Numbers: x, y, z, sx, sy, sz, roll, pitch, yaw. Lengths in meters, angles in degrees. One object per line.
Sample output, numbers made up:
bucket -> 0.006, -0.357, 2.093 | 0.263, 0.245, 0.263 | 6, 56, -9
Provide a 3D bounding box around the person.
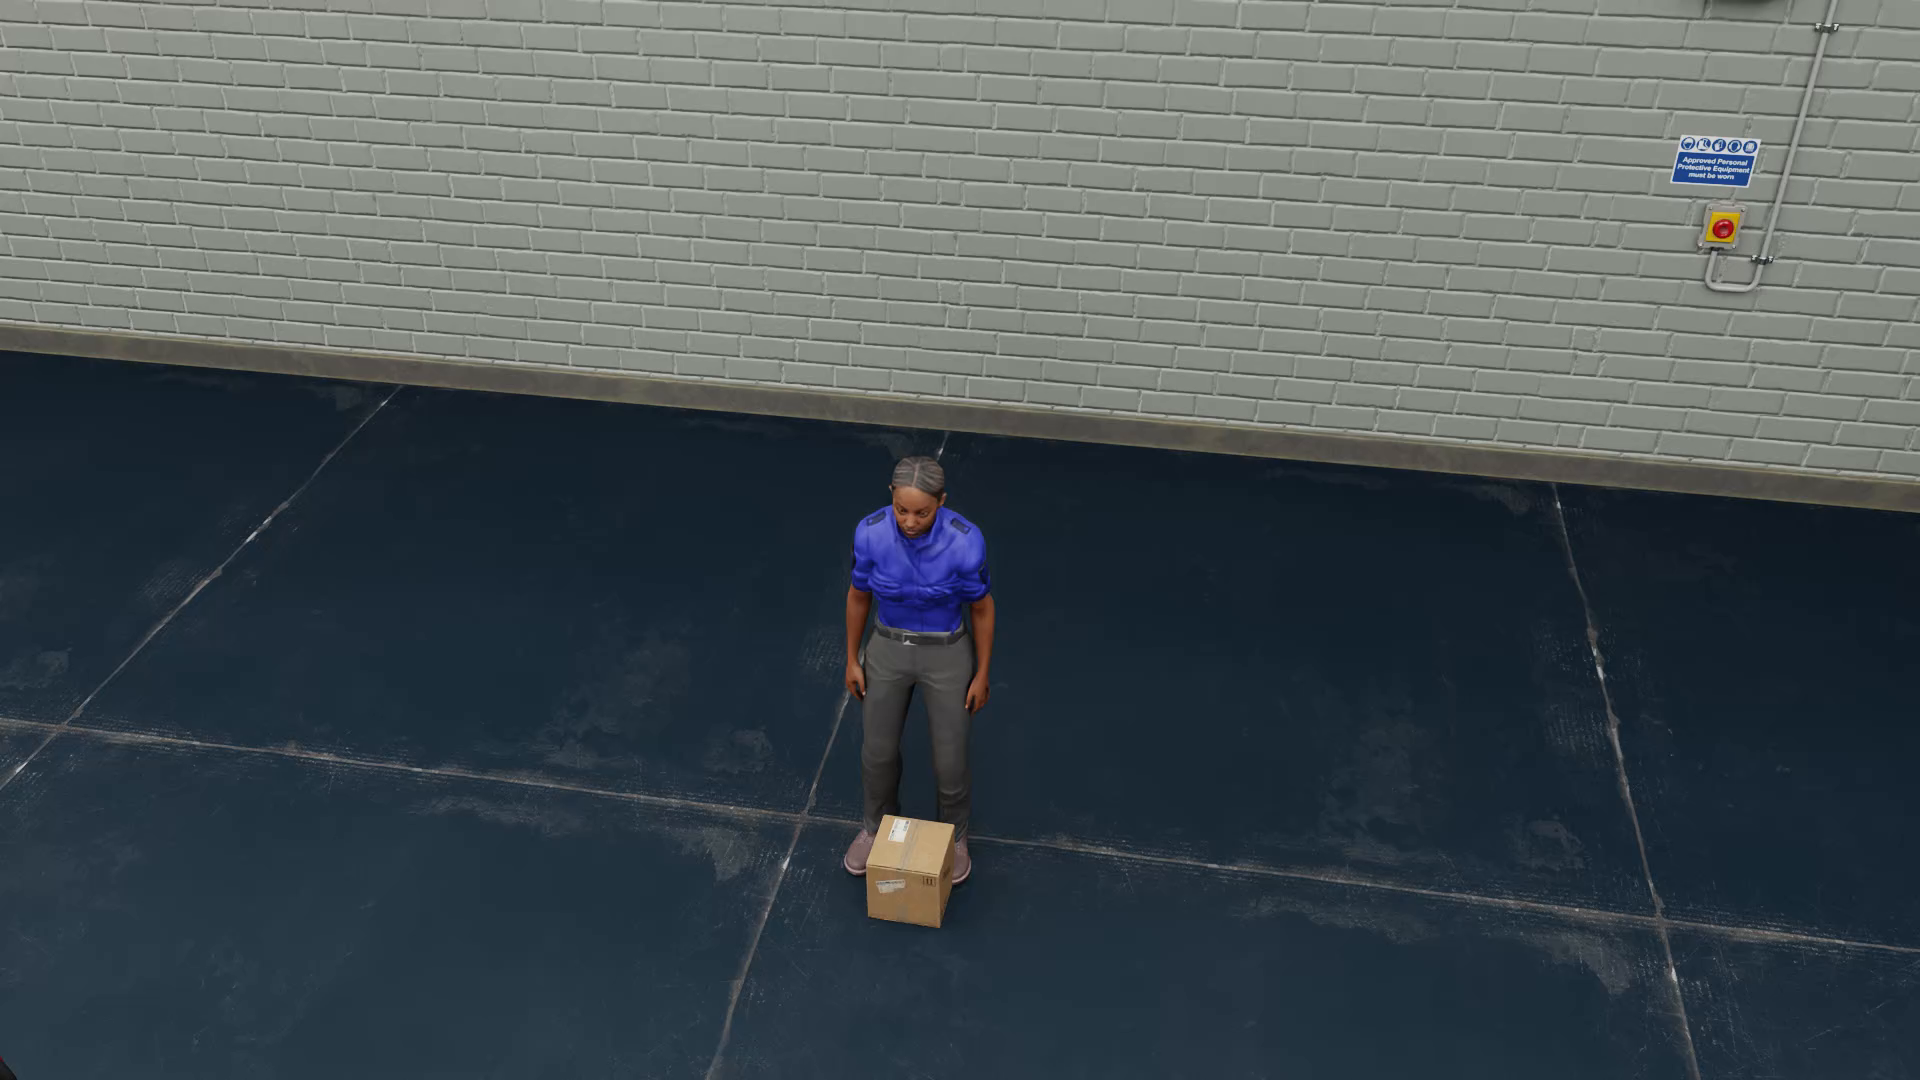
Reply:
person -> -0.150, 0.413, 5.495 | 0.490, 1.655, 0.347 | 5, 33, 8
